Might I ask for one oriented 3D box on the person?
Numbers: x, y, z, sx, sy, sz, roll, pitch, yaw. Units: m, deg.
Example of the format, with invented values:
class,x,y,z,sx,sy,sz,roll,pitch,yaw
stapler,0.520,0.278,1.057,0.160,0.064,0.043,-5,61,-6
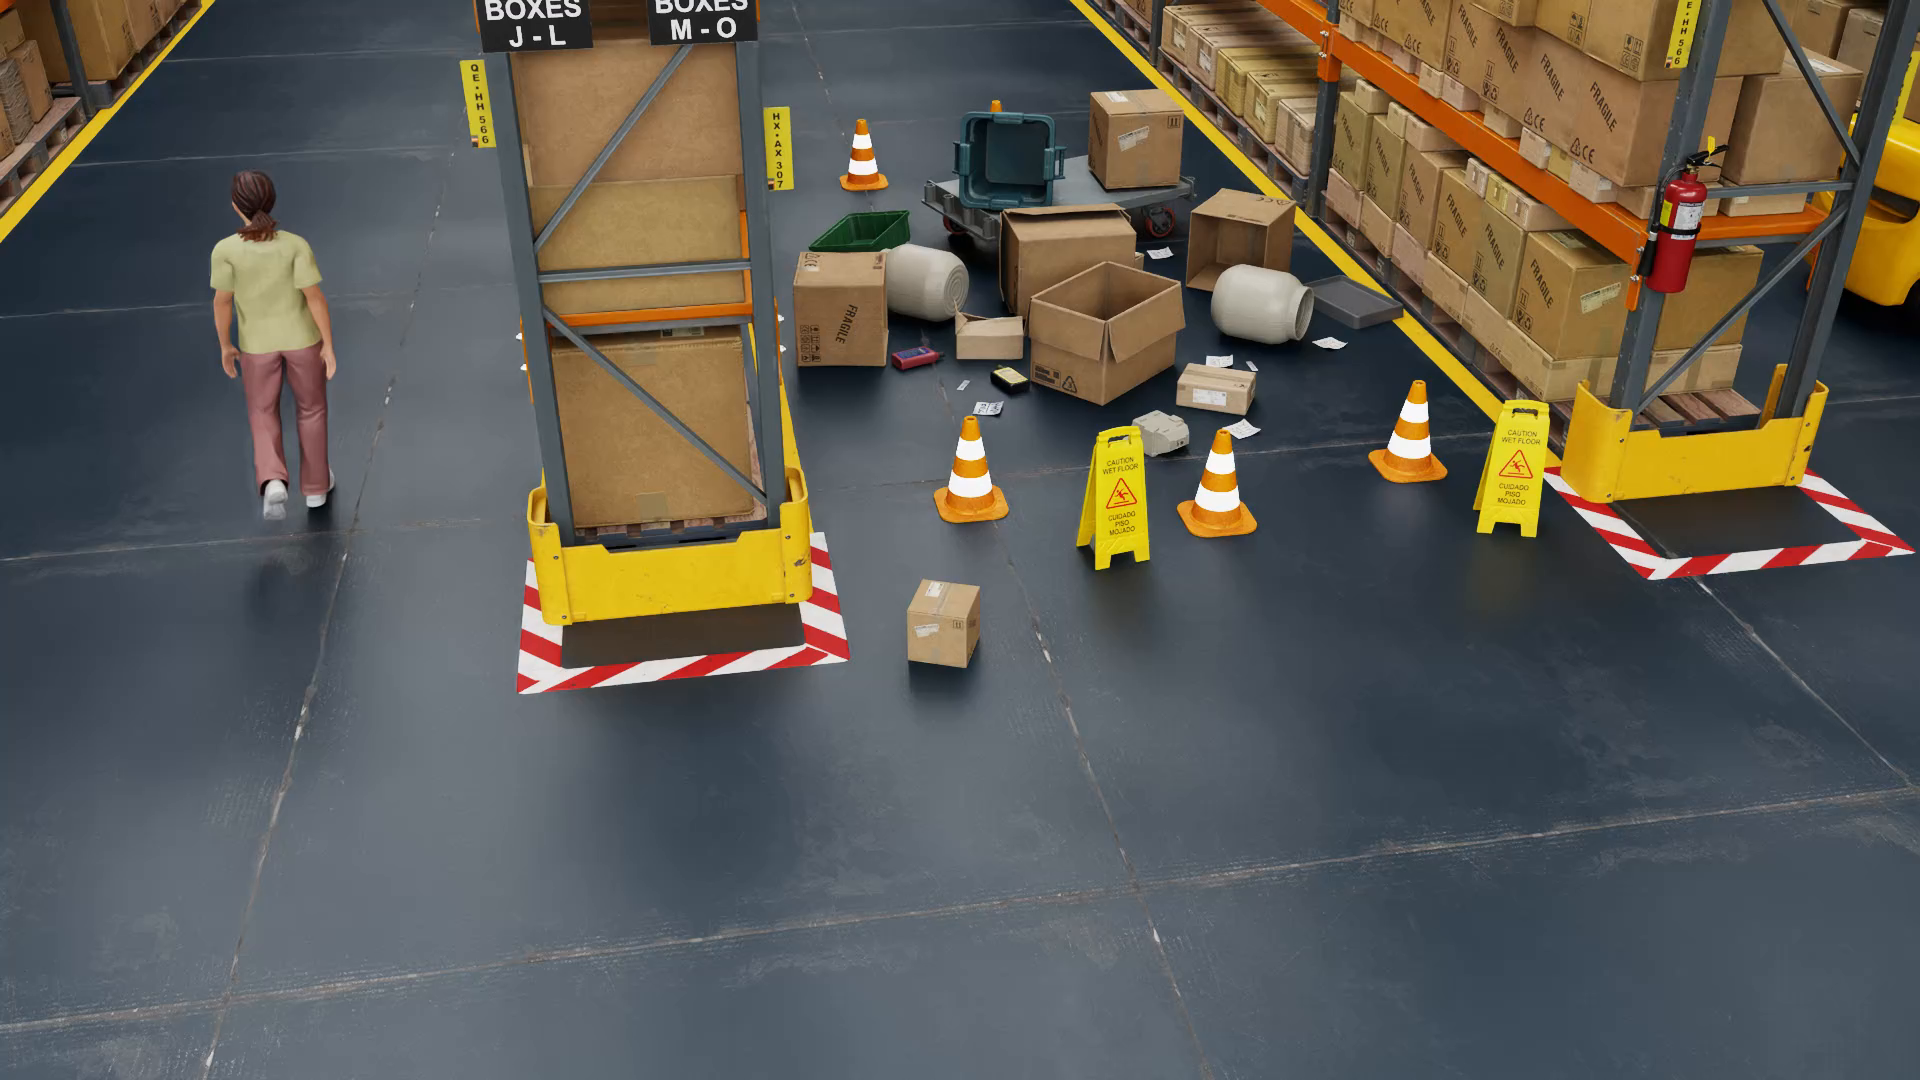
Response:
class,x,y,z,sx,sy,sz,roll,pitch,yaw
person,-3.086,-0.844,7.520,0.504,1.652,0.681,-8,32,-13
